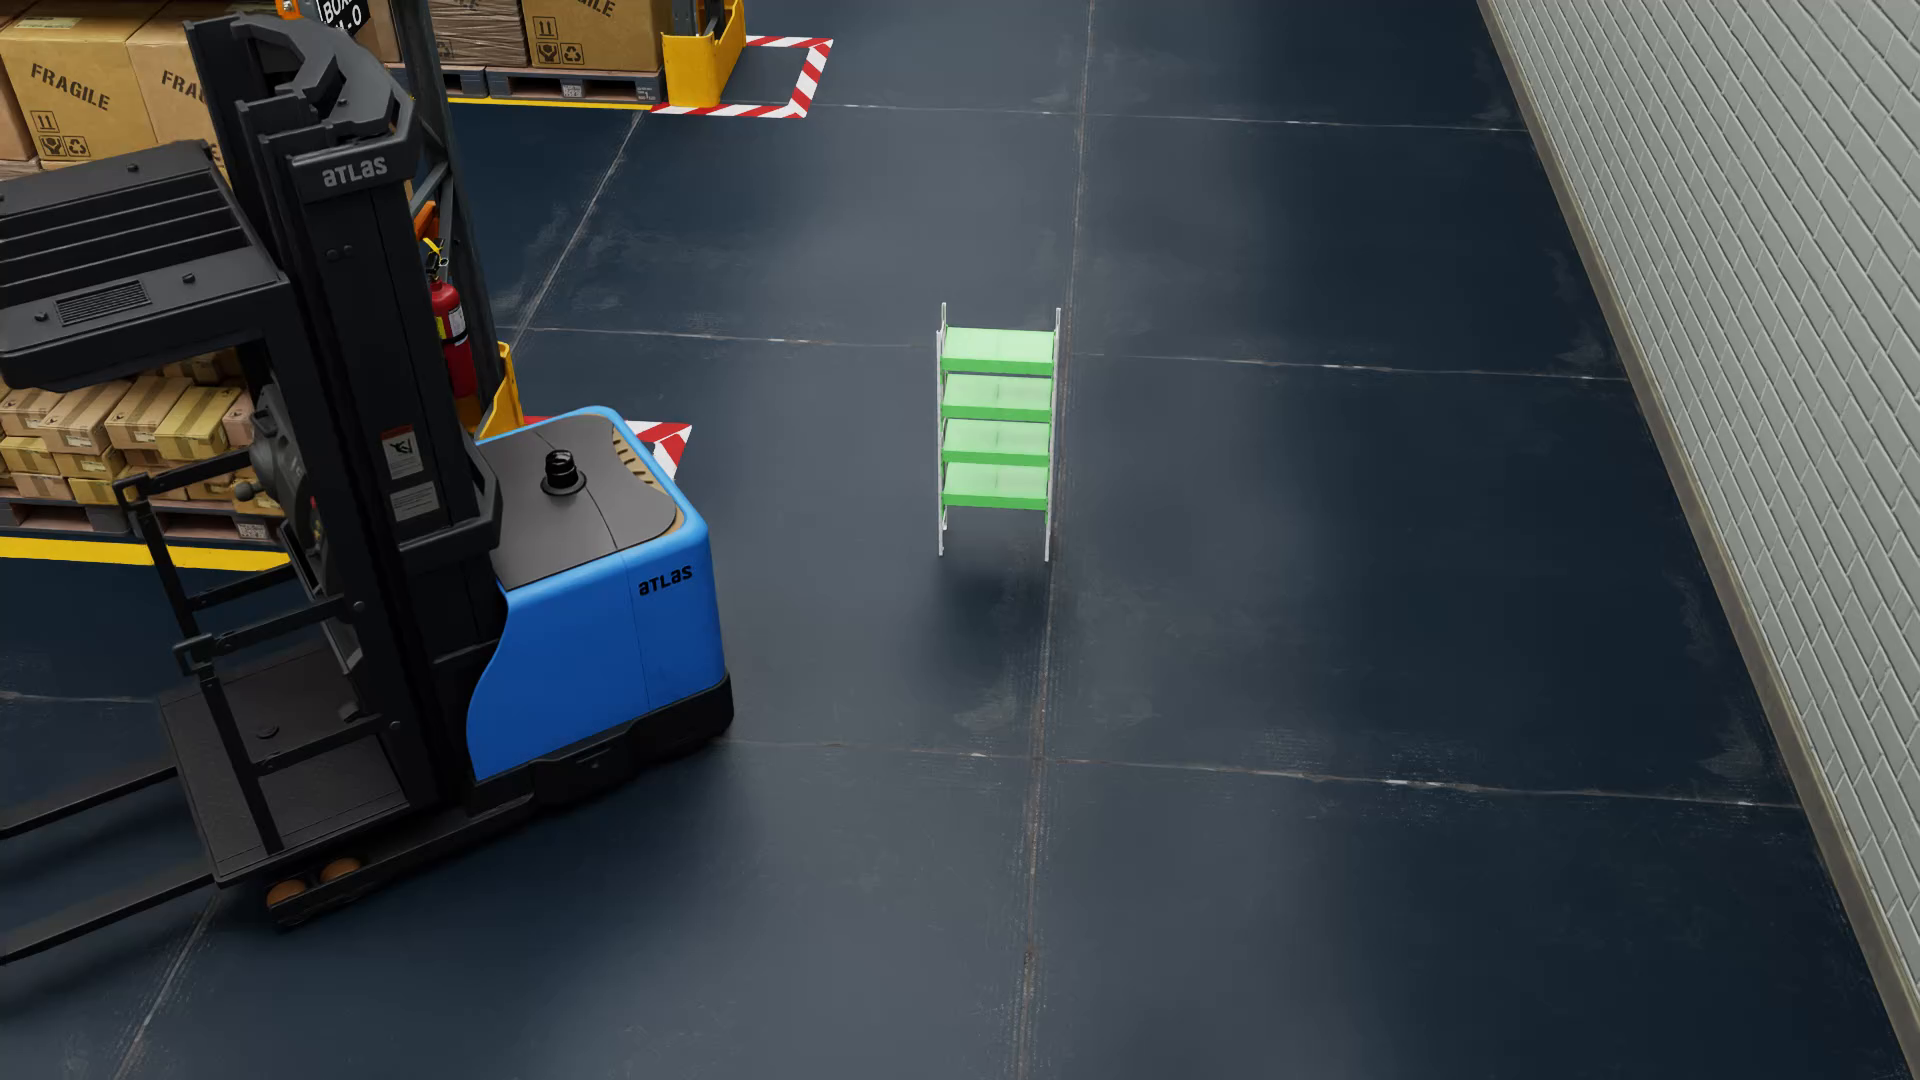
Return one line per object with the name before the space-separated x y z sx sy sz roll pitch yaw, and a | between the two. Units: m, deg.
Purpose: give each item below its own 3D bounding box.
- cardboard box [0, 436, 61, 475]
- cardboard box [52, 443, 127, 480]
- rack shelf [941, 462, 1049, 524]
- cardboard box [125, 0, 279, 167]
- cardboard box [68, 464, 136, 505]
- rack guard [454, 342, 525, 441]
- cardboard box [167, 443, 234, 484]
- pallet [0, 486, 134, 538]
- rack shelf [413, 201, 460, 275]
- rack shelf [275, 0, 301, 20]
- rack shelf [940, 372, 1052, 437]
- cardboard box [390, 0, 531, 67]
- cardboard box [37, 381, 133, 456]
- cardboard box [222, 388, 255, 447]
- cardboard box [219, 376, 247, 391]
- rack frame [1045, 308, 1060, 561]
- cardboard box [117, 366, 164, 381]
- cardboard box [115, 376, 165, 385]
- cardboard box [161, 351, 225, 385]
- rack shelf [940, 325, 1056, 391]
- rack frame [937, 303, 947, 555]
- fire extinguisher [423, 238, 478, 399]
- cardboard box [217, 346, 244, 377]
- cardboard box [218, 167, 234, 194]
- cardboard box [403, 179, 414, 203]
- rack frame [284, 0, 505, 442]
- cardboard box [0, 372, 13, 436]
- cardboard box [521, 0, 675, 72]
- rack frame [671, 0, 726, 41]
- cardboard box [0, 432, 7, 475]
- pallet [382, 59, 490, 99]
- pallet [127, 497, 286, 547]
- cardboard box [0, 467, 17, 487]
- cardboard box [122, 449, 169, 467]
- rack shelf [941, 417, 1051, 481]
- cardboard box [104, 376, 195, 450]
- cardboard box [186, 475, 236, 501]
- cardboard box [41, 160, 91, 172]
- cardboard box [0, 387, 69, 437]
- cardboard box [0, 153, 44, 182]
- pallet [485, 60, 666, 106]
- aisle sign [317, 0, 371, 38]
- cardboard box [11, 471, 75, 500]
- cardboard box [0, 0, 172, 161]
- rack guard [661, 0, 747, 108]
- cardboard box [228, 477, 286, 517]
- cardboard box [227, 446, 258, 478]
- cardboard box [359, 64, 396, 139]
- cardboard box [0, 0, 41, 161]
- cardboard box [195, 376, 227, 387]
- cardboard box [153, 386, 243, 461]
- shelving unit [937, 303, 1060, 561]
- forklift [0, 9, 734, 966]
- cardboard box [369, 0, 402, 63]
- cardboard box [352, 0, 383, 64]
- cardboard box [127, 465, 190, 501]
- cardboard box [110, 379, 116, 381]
cardboard box | -4.178 -0.476 7.649 0.250 0.149 0.380 5 39 6
cardboard box | -3.924 -0.450 7.617 0.250 0.149 0.380 4 39 5
rack shelf | 0.165 -0.221 7.552 0.480 0.148 0.258 3 39 4
cardboard box | -2.816 -1.792 6.468 0.500 0.500 0.500 2 39 3
cardboard box | -3.909 -0.334 7.710 0.250 0.149 0.380 1 39 2
rack guard | -2.414 -0.416 7.865 0.348 0.500 1.175 3 39 4
cardboard box | -3.407 -0.430 7.592 0.250 0.149 0.380 2 39 2
pallet | -4.433 -0.438 8.121 1.213 0.211 1.003 3 39 4
rack shelf | -4.331 -1.211 7.432 4.000 0.370 1.077 3 39 4
rack shelf | -4.331 -2.374 6.485 4.000 0.370 1.077 3 39 4
rack shelf | 0.165 -0.593 7.249 0.480 0.148 0.258 3 39 4
cardboard box | -3.361 -3.868 11.476 0.875 0.875 0.875 3 39 4
cardboard box | -3.927 -0.556 7.512 0.250 0.149 0.380 5 39 6
cardboard box | -3.133 -0.588 7.551 0.250 0.149 0.380 4 39 5
cardboard box | -3.358 -0.752 7.988 0.250 0.149 0.380 4 39 4
rack frame | 0.408 -0.443 7.344 0.015 1.200 0.240 3 39 4
cardboard box | -3.886 -0.927 7.968 0.250 0.149 0.380 5 39 6
cardboard box | -3.877 -0.789 8.033 0.250 0.149 0.380 1 39 2
cardboard box | -3.611 -0.906 7.942 0.250 0.149 0.380 1 39 2
rack shelf | 0.165 -0.779 7.097 0.480 0.148 0.258 3 39 4
rack frame | -0.078 -0.470 7.376 0.015 1.200 0.240 3 39 4
fire extinguisher | -2.128 -0.903 6.839 0.183 0.674 0.296 3 39 4
cardboard box | -3.356 -0.945 7.989 0.250 0.149 0.380 3 39 4
cardboard box | -2.809 -1.398 6.777 0.500 0.500 0.500 4 39 5
cardboard box | -2.633 -1.508 7.425 0.250 0.149 0.380 3 39 3
rack frame | -2.339 -1.381 7.071 0.127 3.000 1.000 3 39 4
cardboard box | -4.444 -0.637 7.611 0.250 0.149 0.380 3 39 4
cardboard box | -2.455 -3.818 11.416 0.875 0.875 0.875 3 39 4
rack frame | -1.810 -4.495 10.896 0.127 3.000 1.000 3 39 4
cardboard box | -4.455 -0.474 7.646 0.250 0.149 0.380 4 39 4
pallet | -3.826 -3.476 11.853 1.213 0.211 1.003 3 39 4
pallet | -3.221 -0.370 8.038 1.213 0.211 1.003 3 39 4
cardboard box | -4.424 -0.423 7.819 0.250 0.149 0.380 4 39 5
cardboard box | -3.666 -0.510 7.690 0.250 0.149 0.380 3 39 3
rack shelf | 0.165 -0.407 7.400 0.480 0.148 0.258 3 39 4
cardboard box | -3.655 -0.577 7.537 0.250 0.149 0.380 2 39 2
cardboard box | -3.402 -0.355 7.735 0.250 0.149 0.380 3 39 4
cardboard box | -3.321 -1.429 6.815 0.500 0.500 0.500 3 39 3
cardboard box | -4.180 -0.640 7.615 0.250 0.149 0.380 2 39 2
cardboard box | -3.827 -1.451 6.841 0.500 0.500 0.500 3 39 4
pallet | -2.614 -3.408 11.770 1.213 0.211 1.003 3 39 4
aisle sign | -2.292 -2.197 6.013 0.004 0.787 0.394 3 39 4
cardboard box | -4.179 -0.362 7.744 0.250 0.149 0.380 4 39 5
cardboard box | -3.321 -1.819 6.502 0.500 0.500 0.500 2 39 2
rack guard | -1.786 -3.524 11.684 0.348 0.500 1.175 3 39 4
cardboard box | -3.146 -0.286 7.651 0.250 0.149 0.380 4 39 5
cardboard box | -3.145 -0.451 7.618 0.250 0.149 0.380 2 39 3
cardboard box | -2.762 -1.734 7.189 0.500 0.500 0.500 5 39 6
cardboard box | -3.840 -1.842 6.530 0.500 0.500 0.500 5 39 6
cardboard box | -3.604 -0.834 8.089 0.250 0.149 0.380 4 39 5
cardboard box | -3.402 -0.523 7.470 0.250 0.149 0.380 2 39 3
shelving unit | 0.165 -0.456 7.360 0.503 1.200 0.258 3 39 4
forklift | -2.442 -0.123 5.580 3.031 2.935 1.130 -21 44 -24
cardboard box | -4.248 -3.917 11.536 0.875 0.875 0.875 3 39 4
cardboard box | -2.763 -2.115 6.865 0.500 0.500 0.500 3 39 4
cardboard box | -3.649 -0.360 7.742 0.250 0.149 0.380 4 39 4
cardboard box | -4.151 -0.778 8.019 0.250 0.149 0.380 5 39 6
